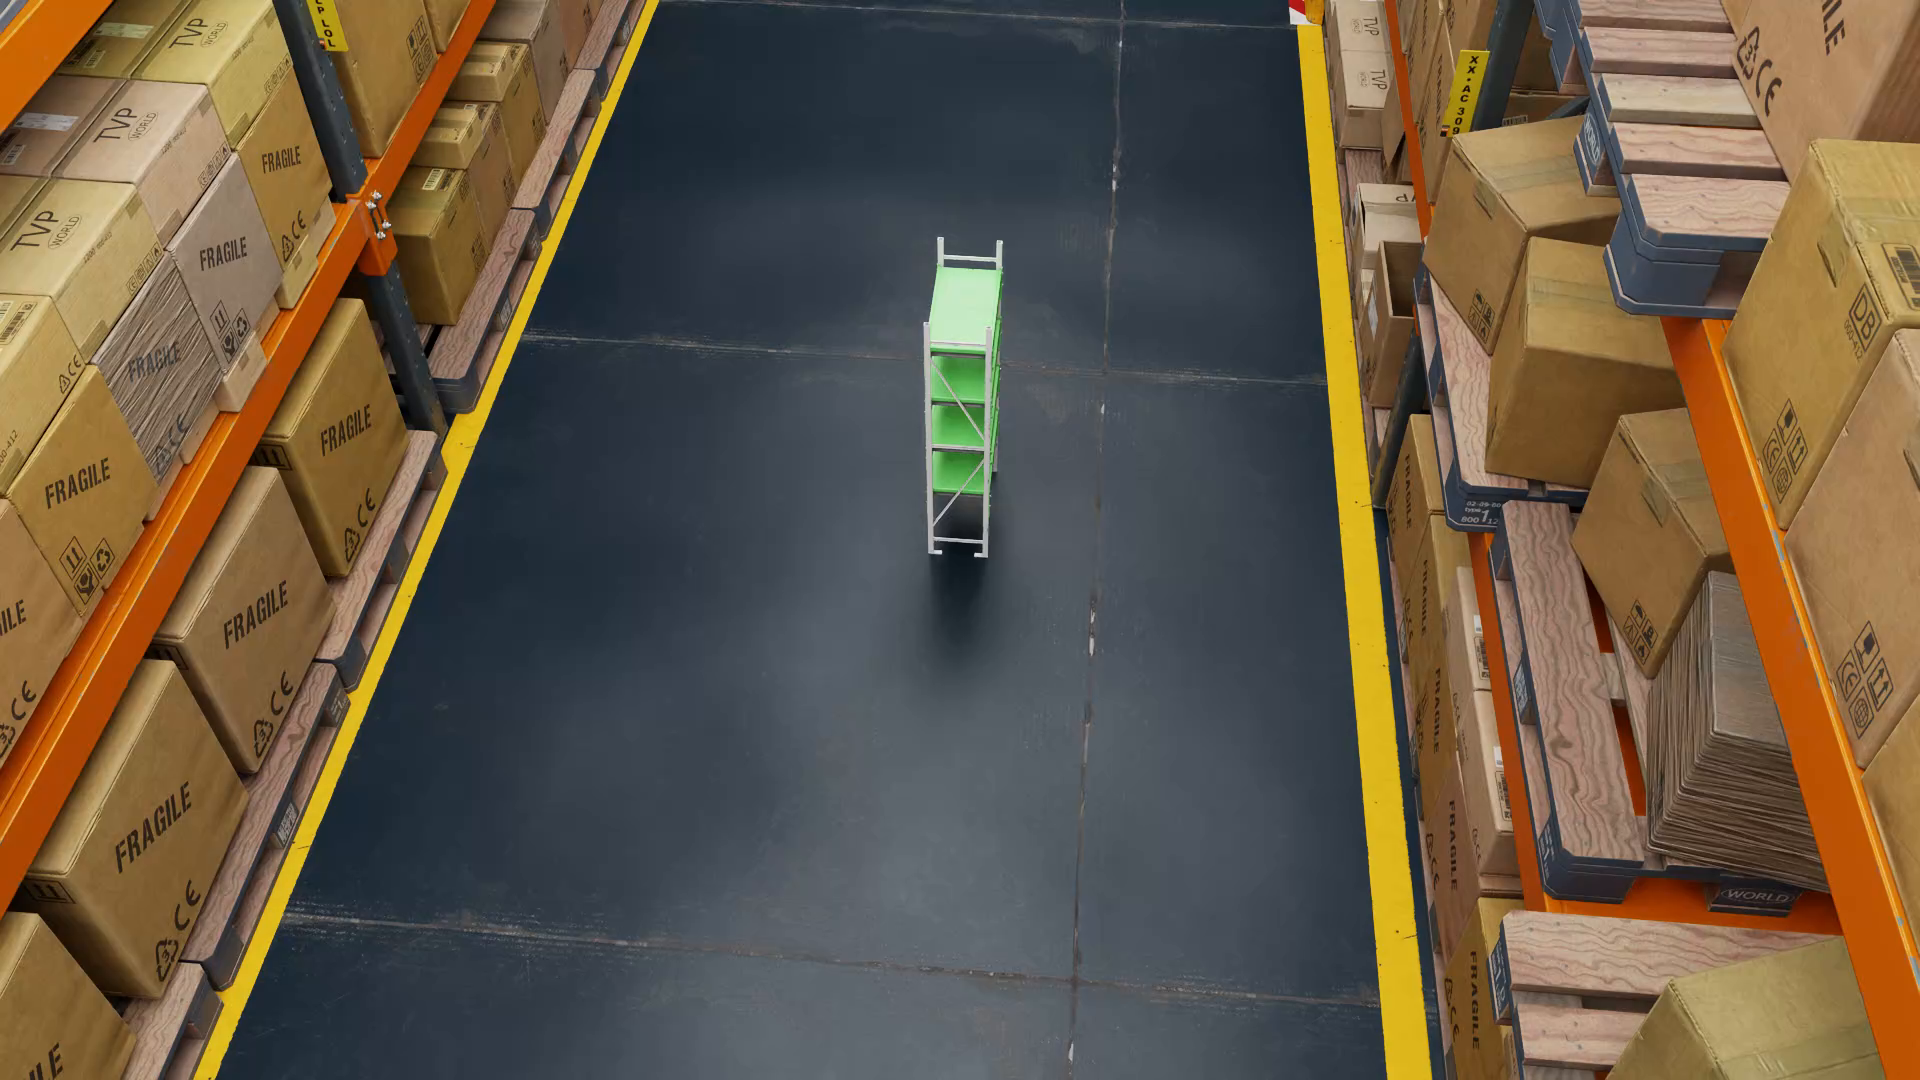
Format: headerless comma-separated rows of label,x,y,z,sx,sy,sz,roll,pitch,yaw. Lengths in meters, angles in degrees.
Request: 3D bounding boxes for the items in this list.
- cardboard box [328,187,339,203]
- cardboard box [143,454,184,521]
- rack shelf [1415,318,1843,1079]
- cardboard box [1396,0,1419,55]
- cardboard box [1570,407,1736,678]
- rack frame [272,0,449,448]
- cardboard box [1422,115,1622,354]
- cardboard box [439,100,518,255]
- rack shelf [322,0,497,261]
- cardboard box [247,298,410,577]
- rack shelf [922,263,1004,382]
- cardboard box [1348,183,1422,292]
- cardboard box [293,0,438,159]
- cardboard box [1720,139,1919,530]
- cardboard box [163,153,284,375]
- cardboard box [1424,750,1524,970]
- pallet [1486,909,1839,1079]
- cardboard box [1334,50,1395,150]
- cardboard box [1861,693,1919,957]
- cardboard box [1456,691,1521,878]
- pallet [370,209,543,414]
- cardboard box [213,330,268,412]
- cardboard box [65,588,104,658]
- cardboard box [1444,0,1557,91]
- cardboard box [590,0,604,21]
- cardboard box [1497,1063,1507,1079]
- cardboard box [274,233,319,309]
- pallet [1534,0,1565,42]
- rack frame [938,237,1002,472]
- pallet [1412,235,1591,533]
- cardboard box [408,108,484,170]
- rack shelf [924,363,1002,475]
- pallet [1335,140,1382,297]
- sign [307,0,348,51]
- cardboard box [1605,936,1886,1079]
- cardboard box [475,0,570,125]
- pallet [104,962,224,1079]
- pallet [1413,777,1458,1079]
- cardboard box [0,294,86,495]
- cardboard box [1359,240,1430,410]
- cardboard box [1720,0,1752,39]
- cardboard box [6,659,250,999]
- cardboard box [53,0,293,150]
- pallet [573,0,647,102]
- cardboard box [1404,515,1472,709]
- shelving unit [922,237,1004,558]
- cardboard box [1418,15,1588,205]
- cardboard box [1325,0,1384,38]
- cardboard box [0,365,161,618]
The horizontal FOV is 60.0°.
cardboard box,-2.761,-1.447,7.036,0.380,0.149,0.250,4,48,3
cardboard box,-2.629,-0.204,5.087,0.380,0.149,0.250,3,48,2
rack shelf,2.031,0.562,4.716,1.077,0.370,4.000,4,48,4
cardboard box,2.093,-2.325,6.802,0.500,0.500,0.500,5,48,4
cardboard box,2.113,-0.023,4.412,0.700,0.500,0.500,-7,48,-6
rack frame,-2.720,-1.480,6.097,1.000,3.000,0.127,4,48,4
cardboard box,1.947,-0.992,5.299,0.700,0.500,0.500,-11,48,-10
cardboard box,-2.501,-1.690,7.698,0.700,0.500,0.500,3,48,3
rack shelf,-2.538,-2.707,7.707,1.077,0.370,4.000,4,48,4
cardboard box,-2.650,-0.410,6.291,0.750,0.750,0.750,4,48,4
rack shelf,0.015,-0.807,6.137,0.258,0.148,0.480,4,48,4
cardboard box,2.051,-1.380,7.529,0.500,0.311,0.500,4,48,4
cardboard box,-2.655,-1.979,6.350,0.980,0.700,0.700,5,48,4
cardboard box,1.949,-0.337,2.950,0.910,0.500,0.500,4,48,4
cardboard box,-2.548,-0.890,5.274,0.500,0.500,0.500,4,48,4
cardboard box,1.789,1.015,5.211,0.500,0.500,0.500,2,48,2
pallet,1.840,1.351,3.637,1.213,0.211,1.003,4,48,4
cardboard box,2.154,-2.195,8.316,0.500,0.250,0.500,4,48,4
cardboard box,1.855,0.420,2.258,0.910,0.500,0.500,4,48,4
cardboard box,1.790,0.735,4.959,0.500,0.250,0.500,3,48,3
pallet,-2.573,-1.093,7.632,1.003,0.211,1.213,4,48,4
cardboard box,-2.503,-0.562,5.414,0.380,0.149,0.250,4,48,4
cardboard box,-2.695,0.183,4.733,0.380,0.149,0.250,4,48,4
cardboard box,2.001,-1.910,5.745,0.500,0.500,0.500,4,48,4
cardboard box,-2.320,-3.197,9.076,0.700,0.500,0.500,4,48,4
cardboard box,1.700,1.781,4.510,0.500,0.500,0.500,6,48,5
cardboard box,-2.469,-0.948,5.767,0.380,0.149,0.250,5,48,4
pallet,2.084,-1.624,4.324,1.213,0.211,1.003,4,48,4
rack frame,0.037,-0.706,6.608,0.240,1.200,0.015,4,48,4
pallet,2.031,-0.505,5.335,1.003,0.211,1.213,4,48,4
cardboard box,-2.337,-1.779,7.341,0.380,0.149,0.250,5,48,5
rack shelf,0.015,-0.483,6.492,0.258,0.148,0.480,4,48,4
pallet,2.385,-1.612,8.108,1.003,0.211,1.213,4,48,4
sign,-2.179,-1.815,5.672,0.100,0.325,0.005,4,48,4
cardboard box,1.794,1.143,3.345,0.700,0.500,0.500,-11,48,-10
cardboard box,-2.411,-2.459,8.402,0.700,0.500,0.500,2,48,2
pallet,-2.938,1.826,4.963,1.003,0.211,1.213,4,48,4
pallet,2.068,1.290,5.453,1.003,0.211,1.213,4,48,4
cardboard box,-2.657,-0.390,4.308,0.500,0.250,0.500,3,48,3
cardboard box,1.982,-0.893,6.955,0.500,0.500,0.500,4,48,4
cardboard box,2.055,-1.514,3.675,0.600,0.600,0.600,3,48,3
cardboard box,-2.801,0.868,5.122,0.750,0.750,0.750,4,48,3
cardboard box,-2.508,-1.514,5.337,0.500,0.250,0.500,5,48,4
pallet,-2.351,-2.886,9.272,1.003,0.211,1.213,4,48,4
cardboard box,1.889,0.277,5.886,0.500,0.500,0.500,4,48,4
shelving unit,0.015,-0.527,6.444,0.258,1.200,0.503,4,48,4
cardboard box,2.003,-1.568,6.110,0.500,0.500,0.500,5,48,4
cardboard box,2.174,-2.813,8.938,0.380,0.166,0.250,4,48,4
cardboard box,-2.643,-0.154,4.601,0.500,0.500,0.500,5,48,5
